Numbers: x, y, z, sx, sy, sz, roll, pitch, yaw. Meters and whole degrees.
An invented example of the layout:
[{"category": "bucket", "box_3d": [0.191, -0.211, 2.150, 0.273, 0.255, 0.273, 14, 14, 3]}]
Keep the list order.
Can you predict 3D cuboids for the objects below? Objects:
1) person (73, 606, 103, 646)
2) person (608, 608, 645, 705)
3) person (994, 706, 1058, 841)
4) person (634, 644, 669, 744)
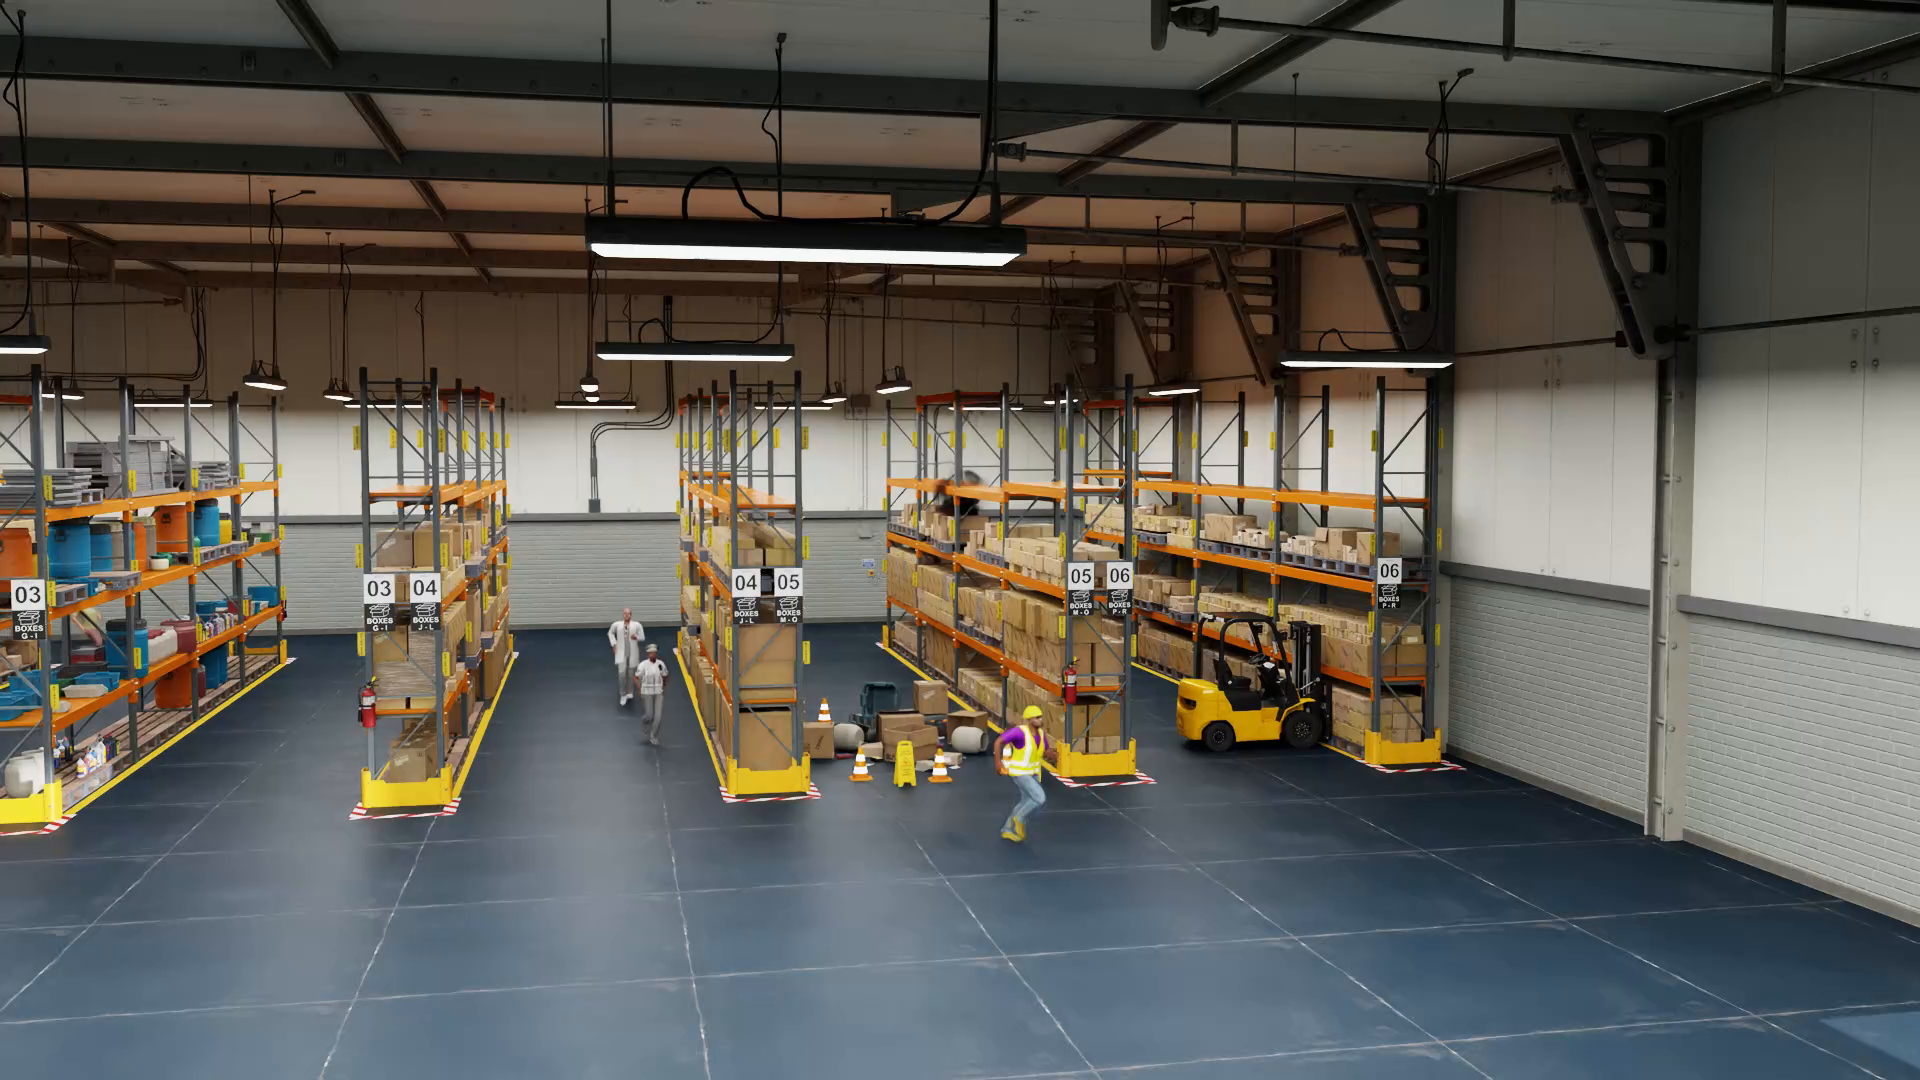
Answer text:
[{"category": "person", "box_3d": [-19.361, 1.997, 37.082, 0.524, 1.606, 0.631, 2, 4, 26]}, {"category": "person", "box_3d": [-6.365, 2.224, 31.790, 0.682, 1.841, 0.801, -1, 3, -13]}, {"category": "person", "box_3d": [0.844, 2.902, 20.570, 0.745, 1.707, 0.744, 3, 4, 38]}, {"category": "person", "box_3d": [-5.100, 2.542, 27.582, 0.581, 1.661, 0.560, -1, 4, -22]}]
